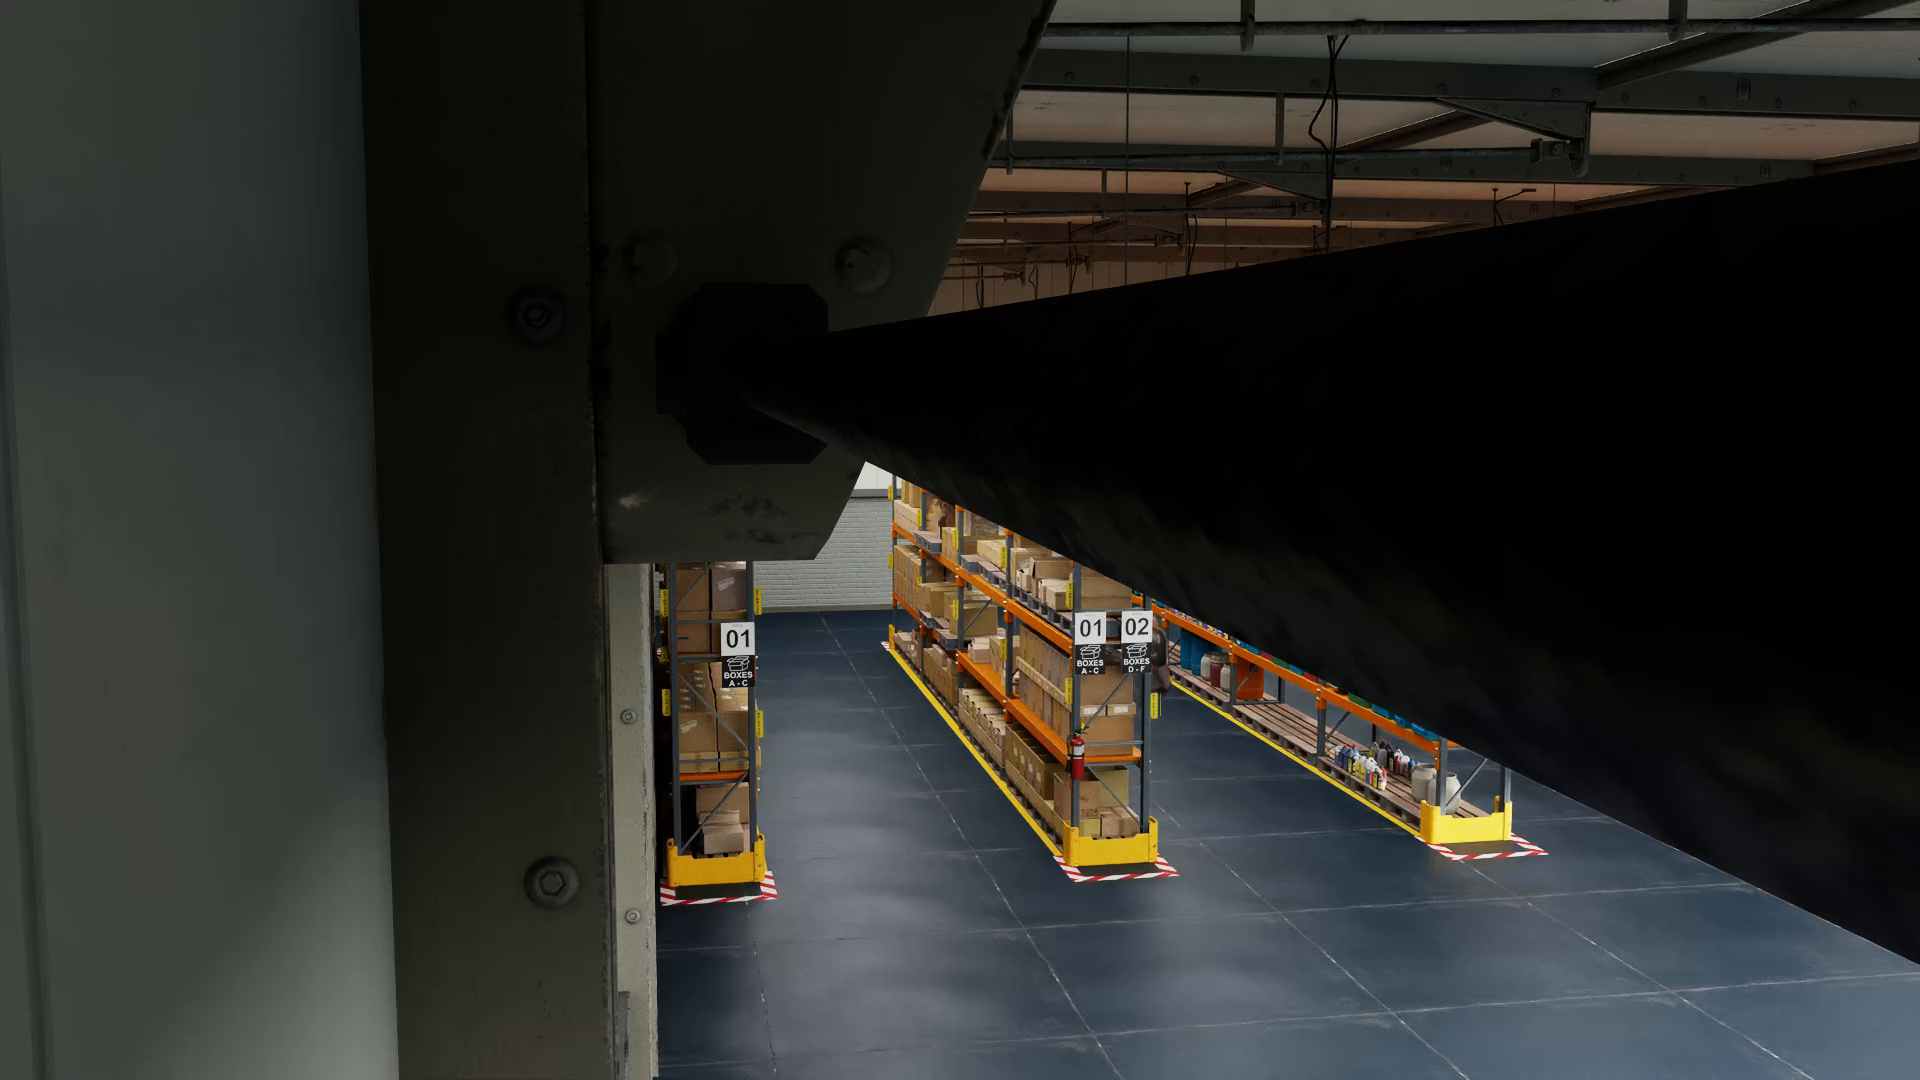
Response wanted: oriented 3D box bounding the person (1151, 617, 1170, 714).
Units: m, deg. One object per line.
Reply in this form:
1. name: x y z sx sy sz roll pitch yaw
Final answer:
1. person: 3.336 2.151 28.263 0.636 1.688 0.638 -2 7 -19
